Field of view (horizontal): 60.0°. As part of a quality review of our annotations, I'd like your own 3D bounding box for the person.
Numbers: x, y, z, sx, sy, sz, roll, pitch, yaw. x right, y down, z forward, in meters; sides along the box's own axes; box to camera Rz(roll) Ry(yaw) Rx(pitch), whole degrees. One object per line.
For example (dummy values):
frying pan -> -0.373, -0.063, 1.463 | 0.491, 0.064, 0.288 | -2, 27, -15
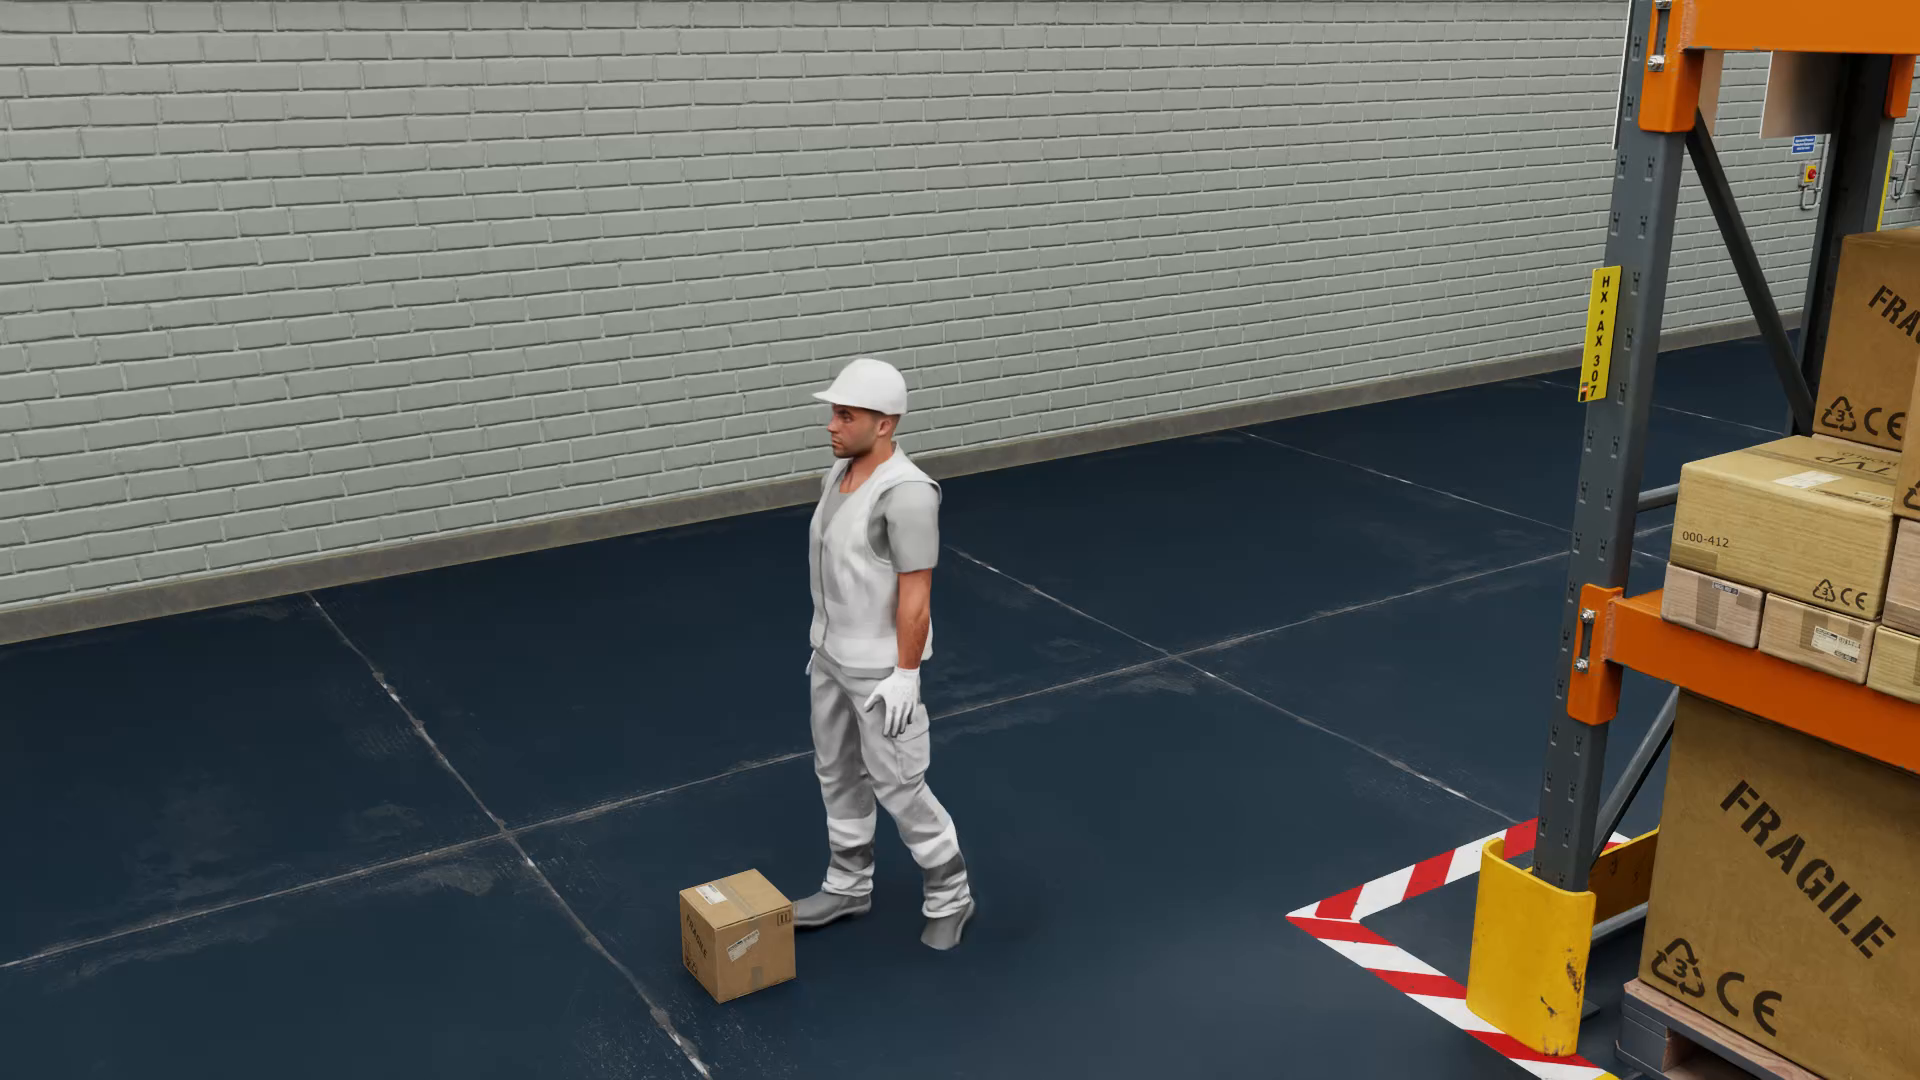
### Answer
person -> -0.257, 0.392, 4.934 | 0.525, 1.879, 0.541 | -11, 21, -30
